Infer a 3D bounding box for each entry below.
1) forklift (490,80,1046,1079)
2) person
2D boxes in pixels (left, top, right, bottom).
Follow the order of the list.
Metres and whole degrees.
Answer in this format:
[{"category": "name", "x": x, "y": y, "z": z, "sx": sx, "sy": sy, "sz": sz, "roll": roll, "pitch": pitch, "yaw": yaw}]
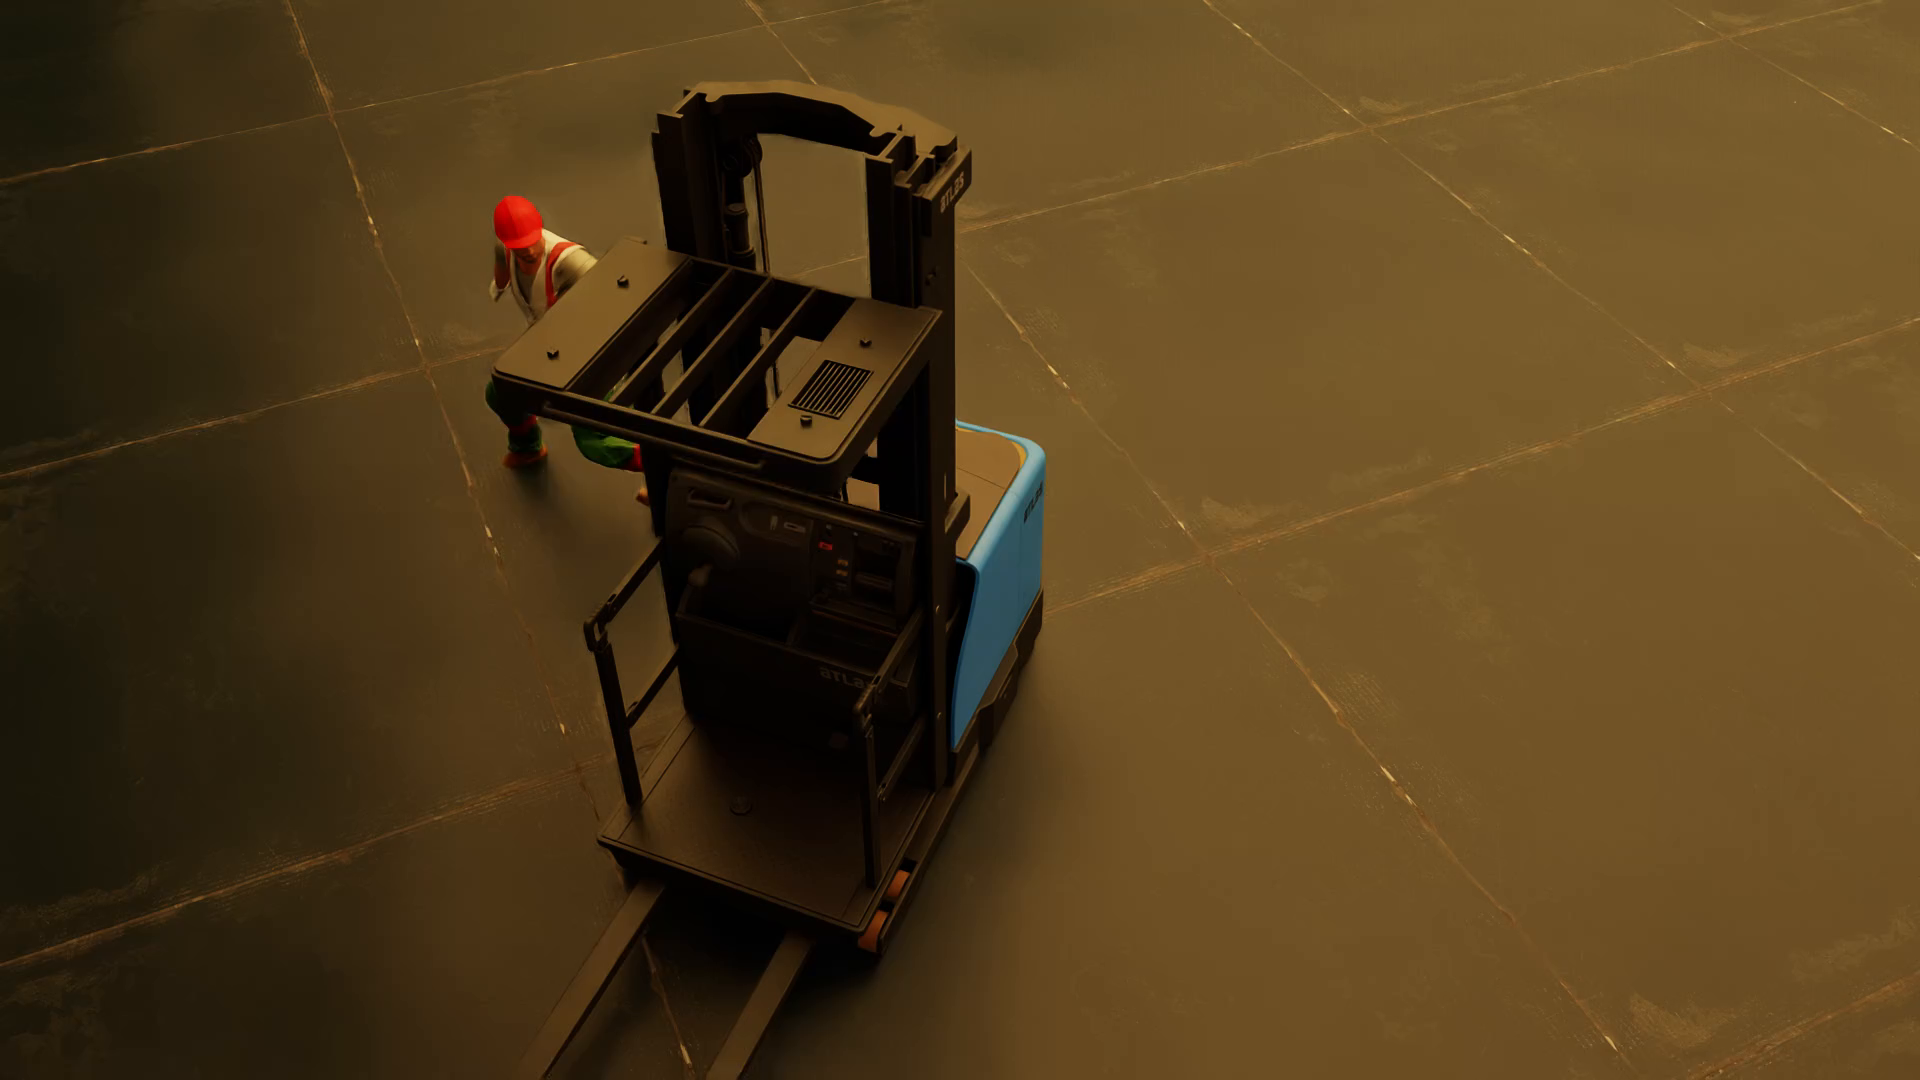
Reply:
[{"category": "forklift", "x": -0.667, "y": 0.128, "z": 5.543, "sx": 1.130, "sy": 2.935, "sz": 3.031, "roll": 16, "pitch": 45, "yaw": 16}, {"category": "person", "x": -1.867, "y": -0.887, "z": 7.644, "sx": 1.205, "sy": 1.674, "sz": 0.527, "roll": 31, "pitch": 51, "yaw": 29}]
